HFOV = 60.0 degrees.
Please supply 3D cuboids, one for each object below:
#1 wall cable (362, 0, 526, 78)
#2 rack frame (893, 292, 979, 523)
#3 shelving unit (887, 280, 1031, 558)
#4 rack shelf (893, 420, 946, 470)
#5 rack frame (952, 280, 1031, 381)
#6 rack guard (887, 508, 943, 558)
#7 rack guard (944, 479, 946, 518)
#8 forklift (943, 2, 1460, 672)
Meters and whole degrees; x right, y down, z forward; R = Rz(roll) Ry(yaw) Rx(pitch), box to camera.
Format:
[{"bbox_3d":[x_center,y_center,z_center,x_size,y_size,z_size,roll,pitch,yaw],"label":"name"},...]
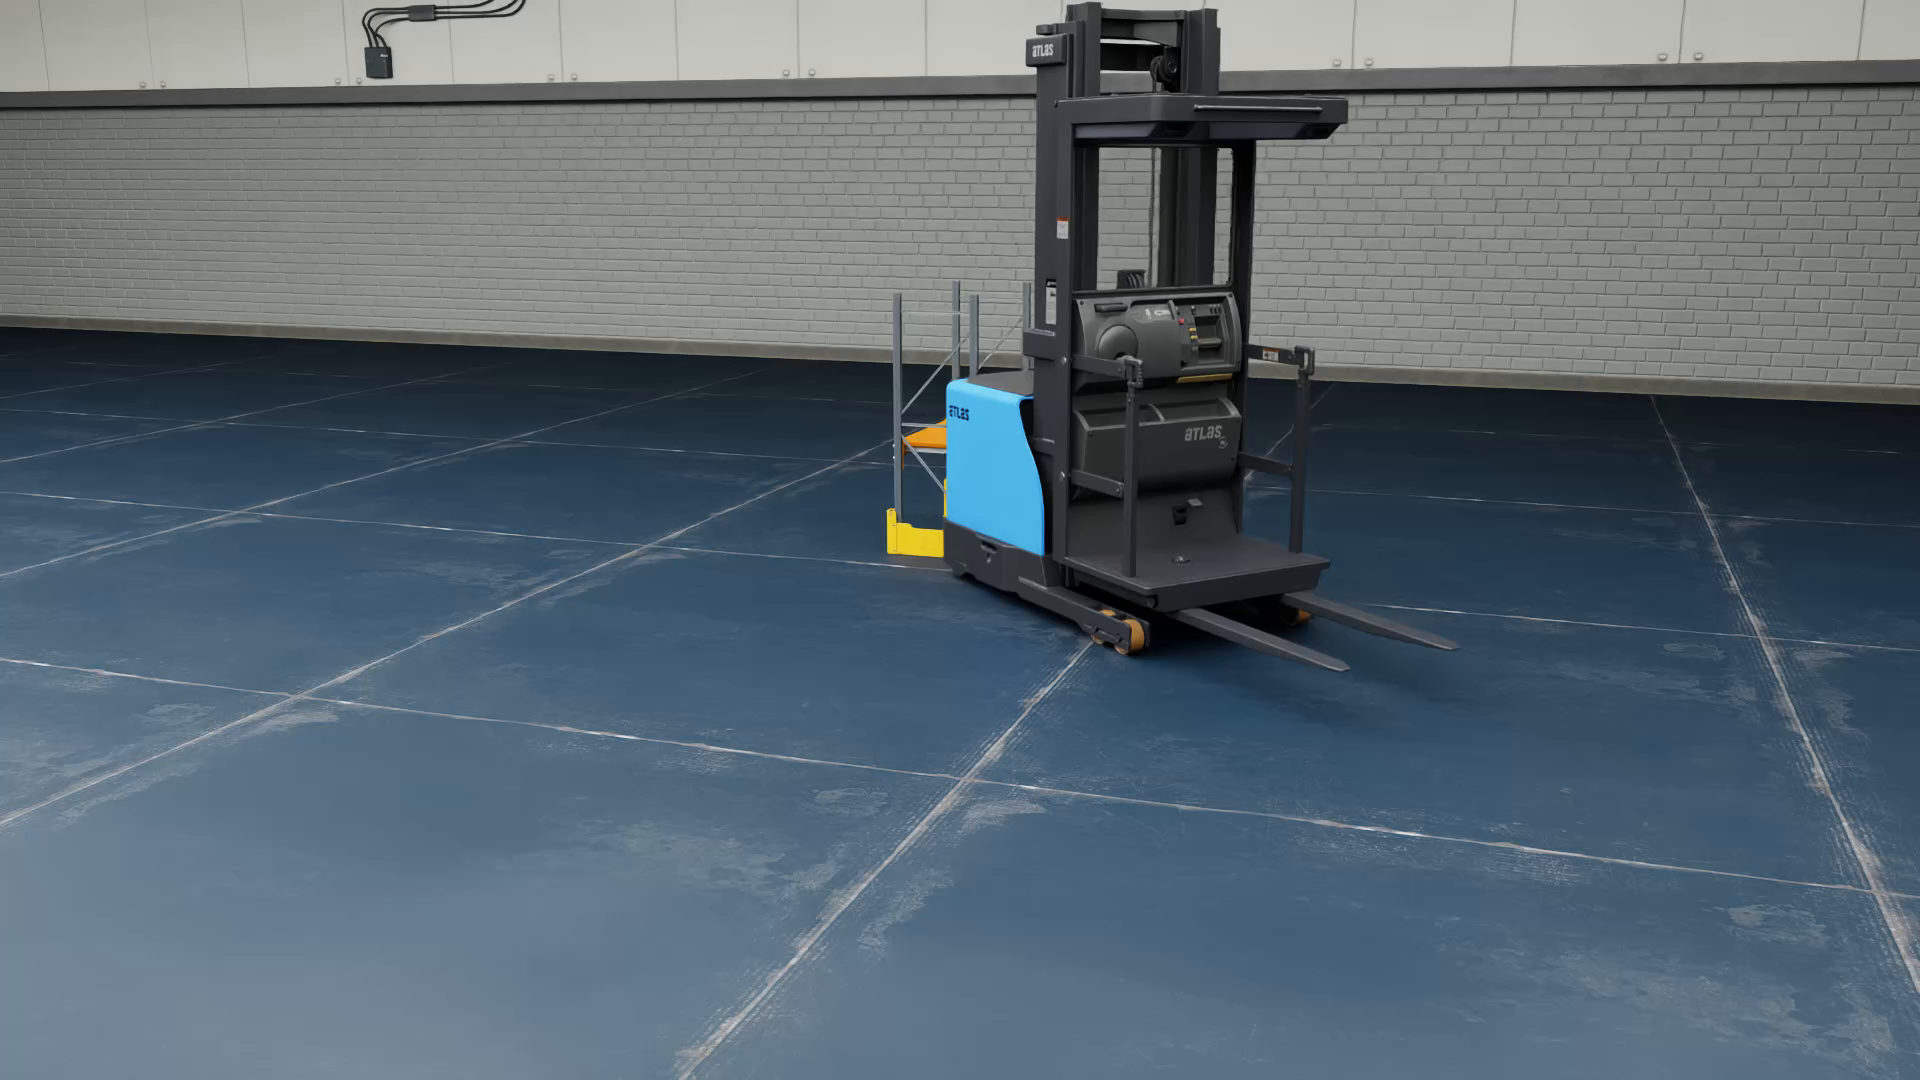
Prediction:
[{"bbox_3d":[-6.060,-8.432,19.066,2.305,6.003,0.169,4,14,18],"label":"wall cable"},{"bbox_3d":[-0.137,-0.642,9.431,0.500,1.500,0.032,4,14,18],"label":"rack frame"},{"bbox_3d":[0.025,-0.747,9.891,0.587,1.500,1.083,4,14,18],"label":"shelving unit"},{"bbox_3d":[0.028,-0.574,9.940,0.538,0.185,1.000,4,14,18],"label":"rack shelf"},{"bbox_3d":[0.192,-0.856,10.369,0.500,1.500,0.032,4,14,18],"label":"rack frame"},{"bbox_3d":[-0.136,-0.033,9.571,0.587,0.250,0.087,4,14,18],"label":"rack guard"},{"bbox_3d":[0.186,-0.243,10.490,0.587,0.250,0.087,4,14,18],"label":"rack guard"},{"bbox_3d":[1.073,-1.015,7.849,1.130,2.935,3.031,-7,15,-29],"label":"forklift"}]
